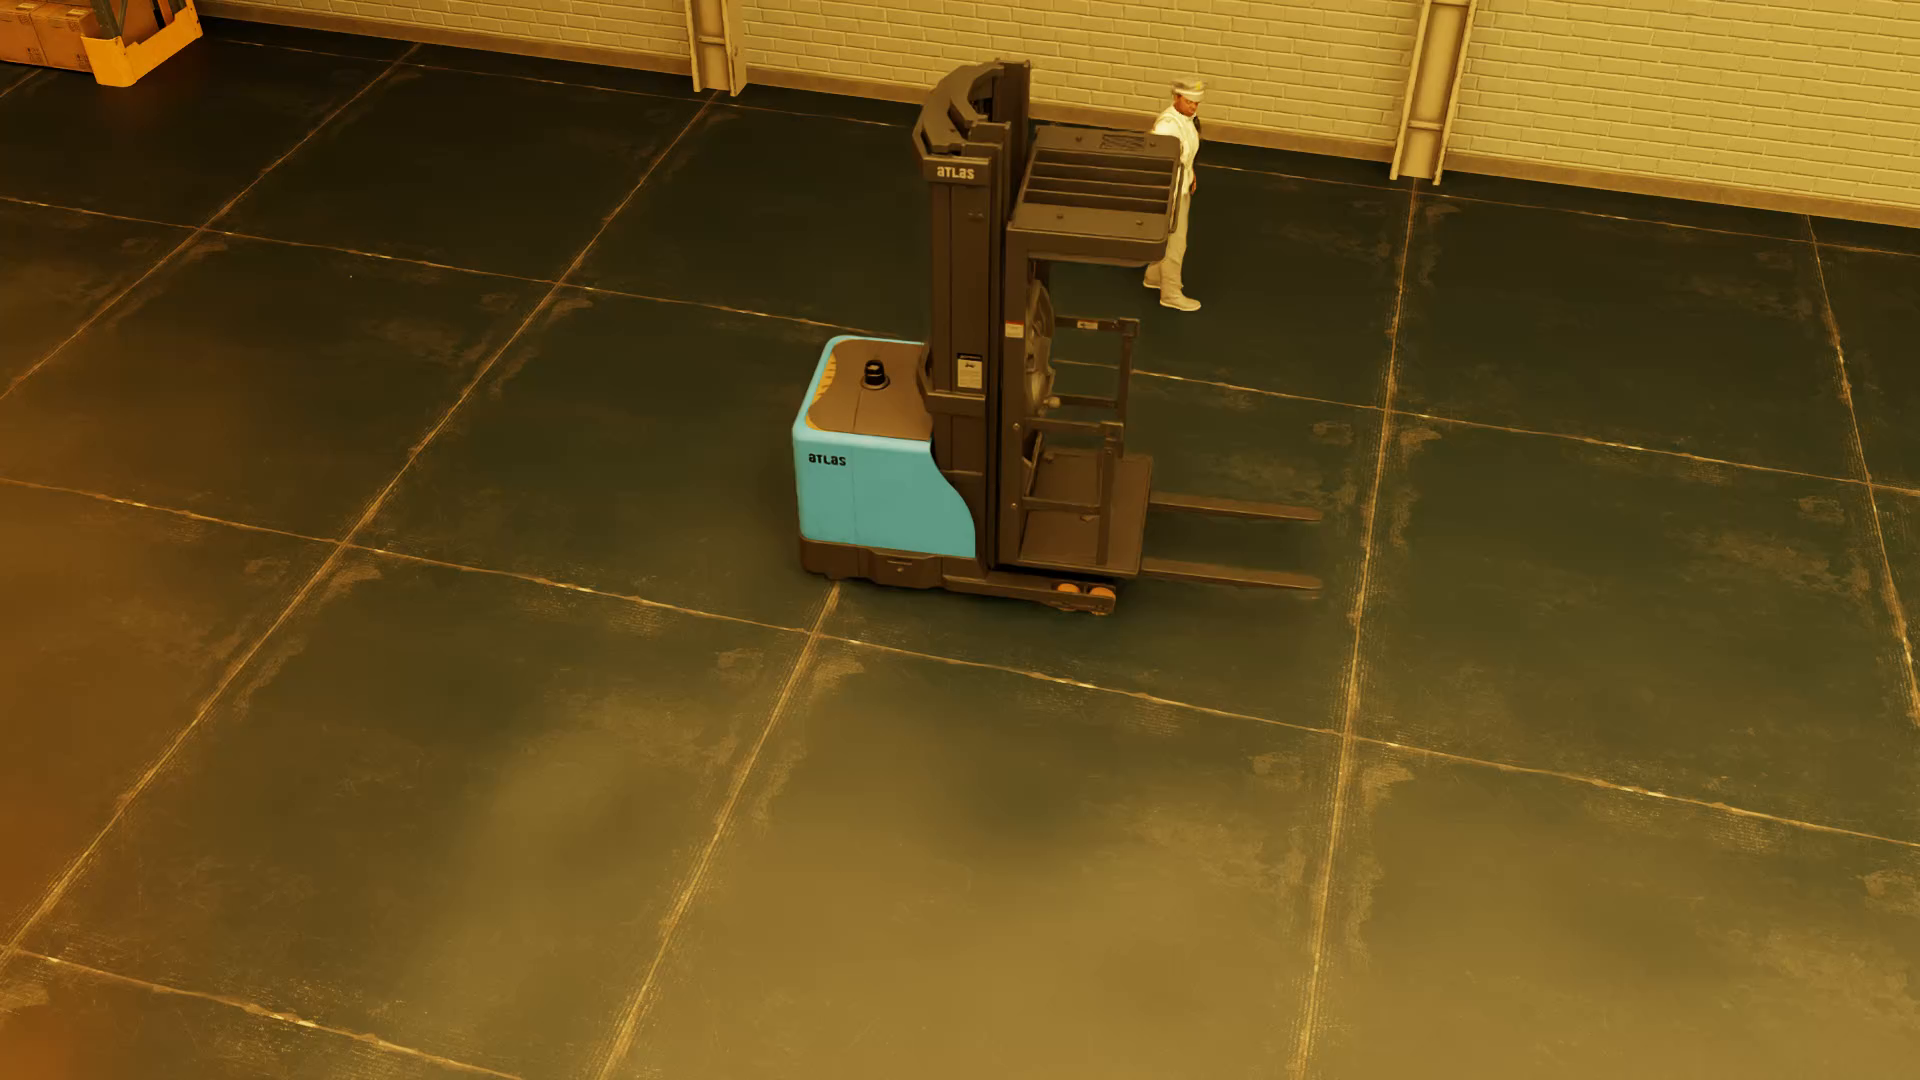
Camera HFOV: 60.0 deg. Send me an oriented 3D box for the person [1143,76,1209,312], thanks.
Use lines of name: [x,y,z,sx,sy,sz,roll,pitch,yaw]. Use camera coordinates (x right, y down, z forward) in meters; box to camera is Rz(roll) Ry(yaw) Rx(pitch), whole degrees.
person: [1.546,-2.425,11.589,0.485,1.669,0.642,13,43,14]

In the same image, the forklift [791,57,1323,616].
forklift: [0.617,-1.046,9.055,3.031,2.935,1.130,6,42,7]
